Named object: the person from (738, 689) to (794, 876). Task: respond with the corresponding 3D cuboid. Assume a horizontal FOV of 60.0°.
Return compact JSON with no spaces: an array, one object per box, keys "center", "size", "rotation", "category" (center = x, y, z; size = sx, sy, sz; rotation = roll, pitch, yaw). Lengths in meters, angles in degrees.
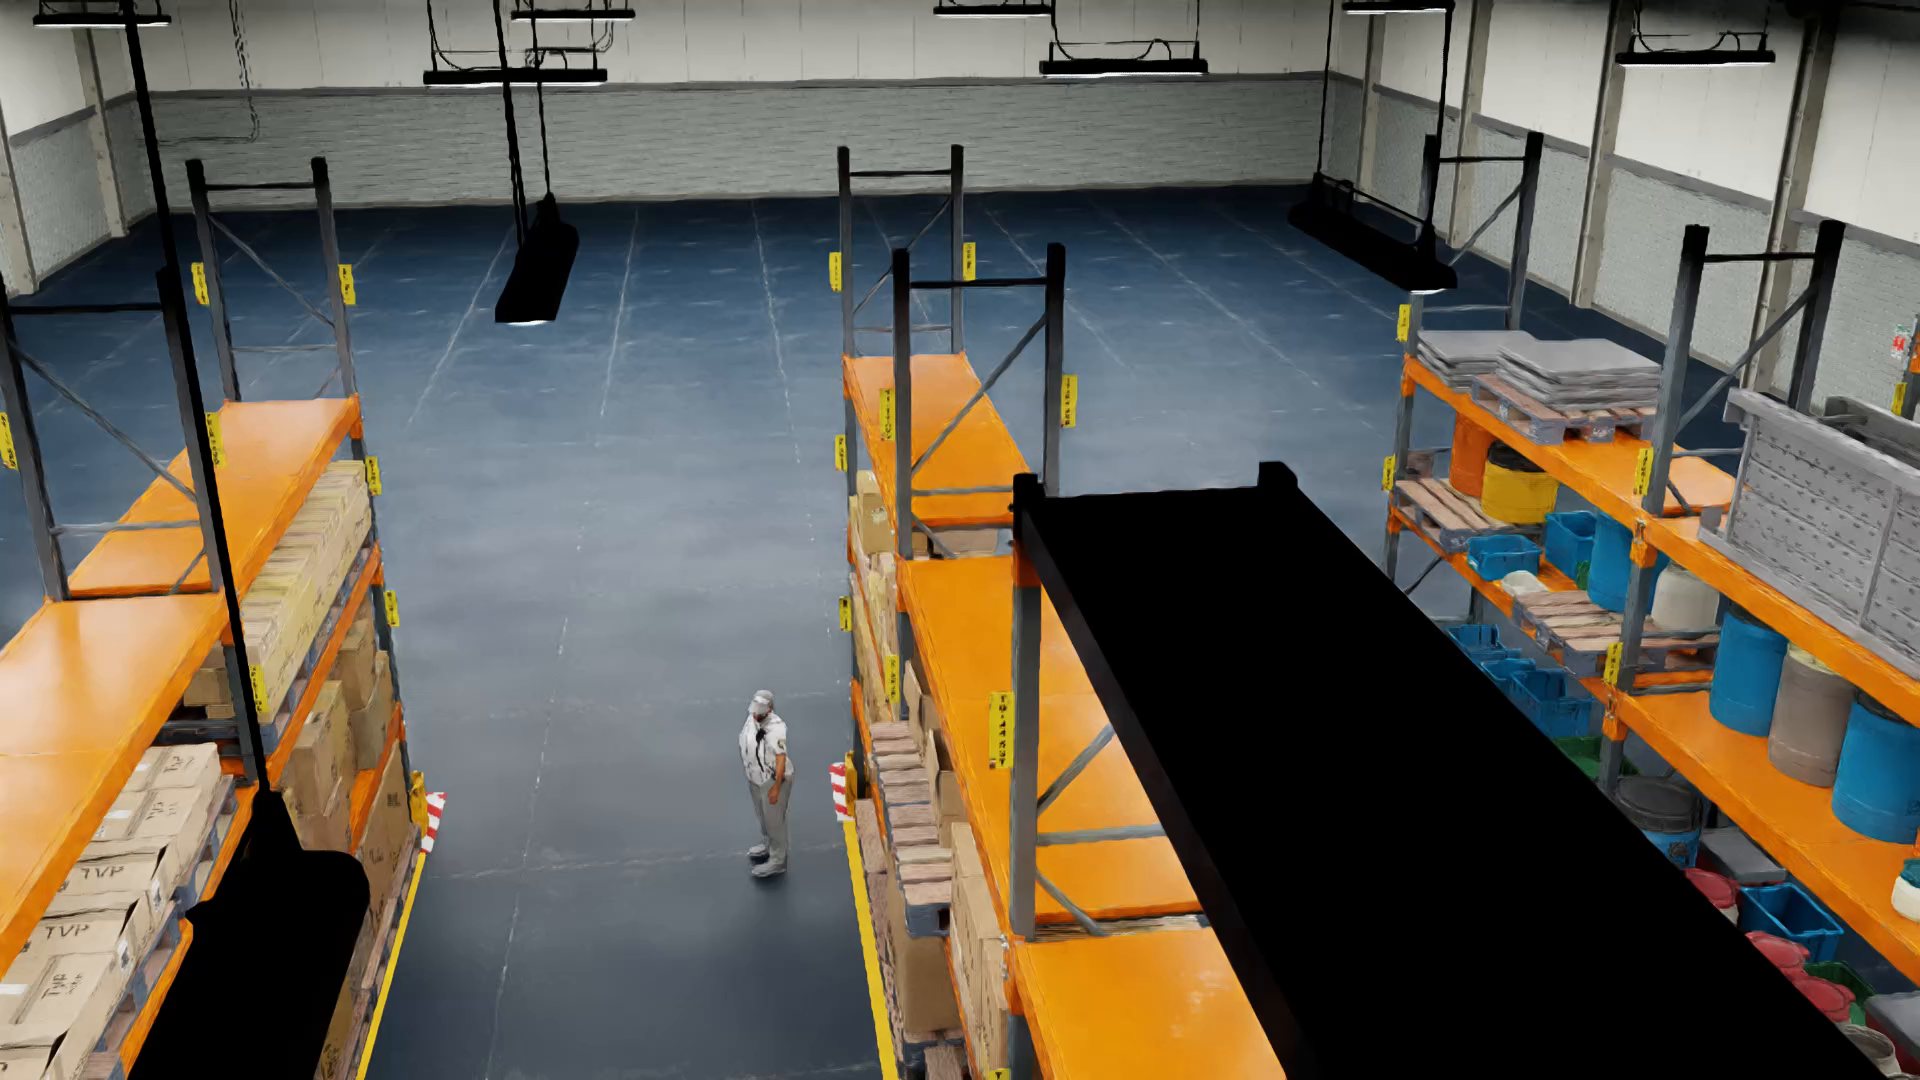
[{"center":[-1.669,2.040,14.209],"size":[0.450,1.668,0.530],"rotation":[-16,26,-34],"category":"person"}]
